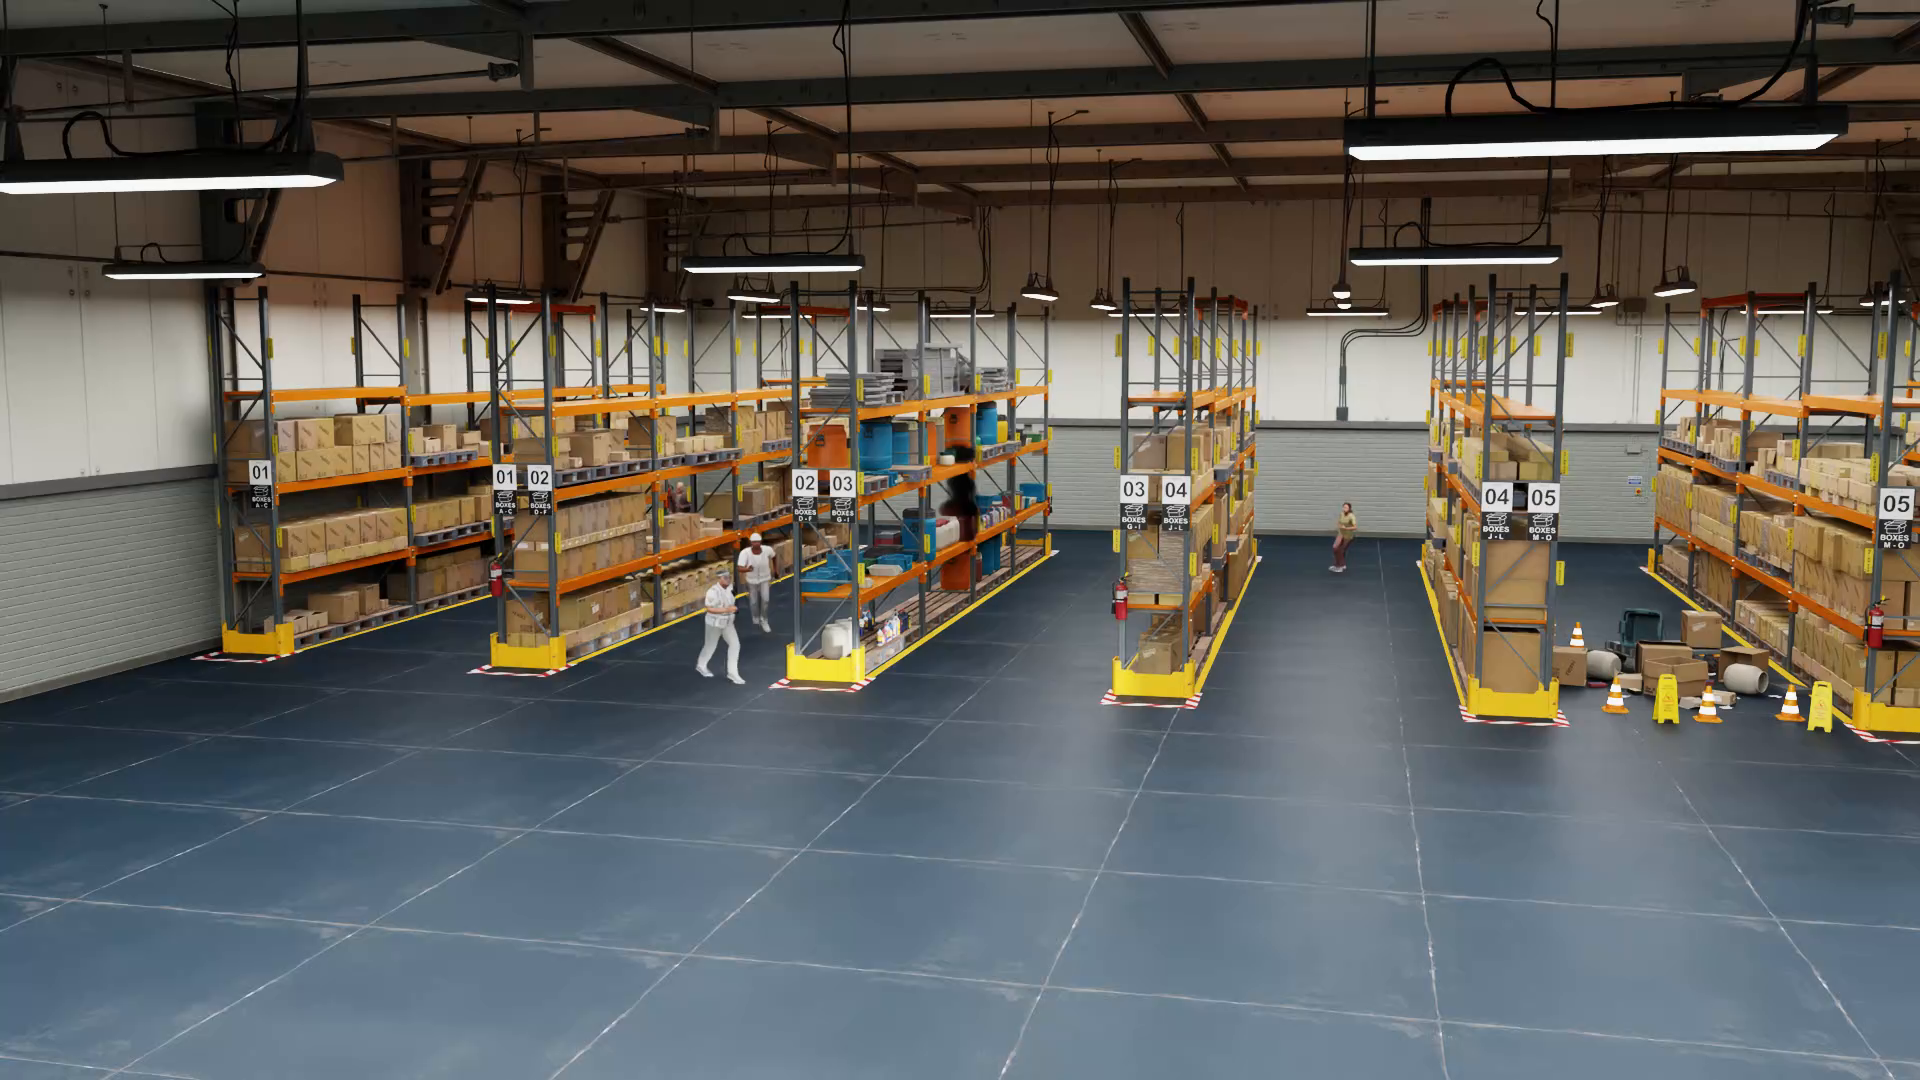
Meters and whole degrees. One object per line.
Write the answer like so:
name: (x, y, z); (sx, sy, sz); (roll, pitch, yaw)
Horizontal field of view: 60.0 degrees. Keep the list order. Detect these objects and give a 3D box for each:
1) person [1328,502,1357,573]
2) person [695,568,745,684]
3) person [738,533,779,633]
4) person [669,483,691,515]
person: (8.579, -0.073, 37.203); (0.760, 1.573, 0.658); (5, 8, 37)
person: (-3.630, 1.275, 25.020); (0.992, 1.773, 0.667); (6, 9, 43)
person: (-3.465, 0.716, 28.625); (0.713, 1.717, 0.973); (-1, 7, -6)
person: (-6.717, -0.511, 40.074); (0.714, 1.762, 1.046); (1, 7, 10)
